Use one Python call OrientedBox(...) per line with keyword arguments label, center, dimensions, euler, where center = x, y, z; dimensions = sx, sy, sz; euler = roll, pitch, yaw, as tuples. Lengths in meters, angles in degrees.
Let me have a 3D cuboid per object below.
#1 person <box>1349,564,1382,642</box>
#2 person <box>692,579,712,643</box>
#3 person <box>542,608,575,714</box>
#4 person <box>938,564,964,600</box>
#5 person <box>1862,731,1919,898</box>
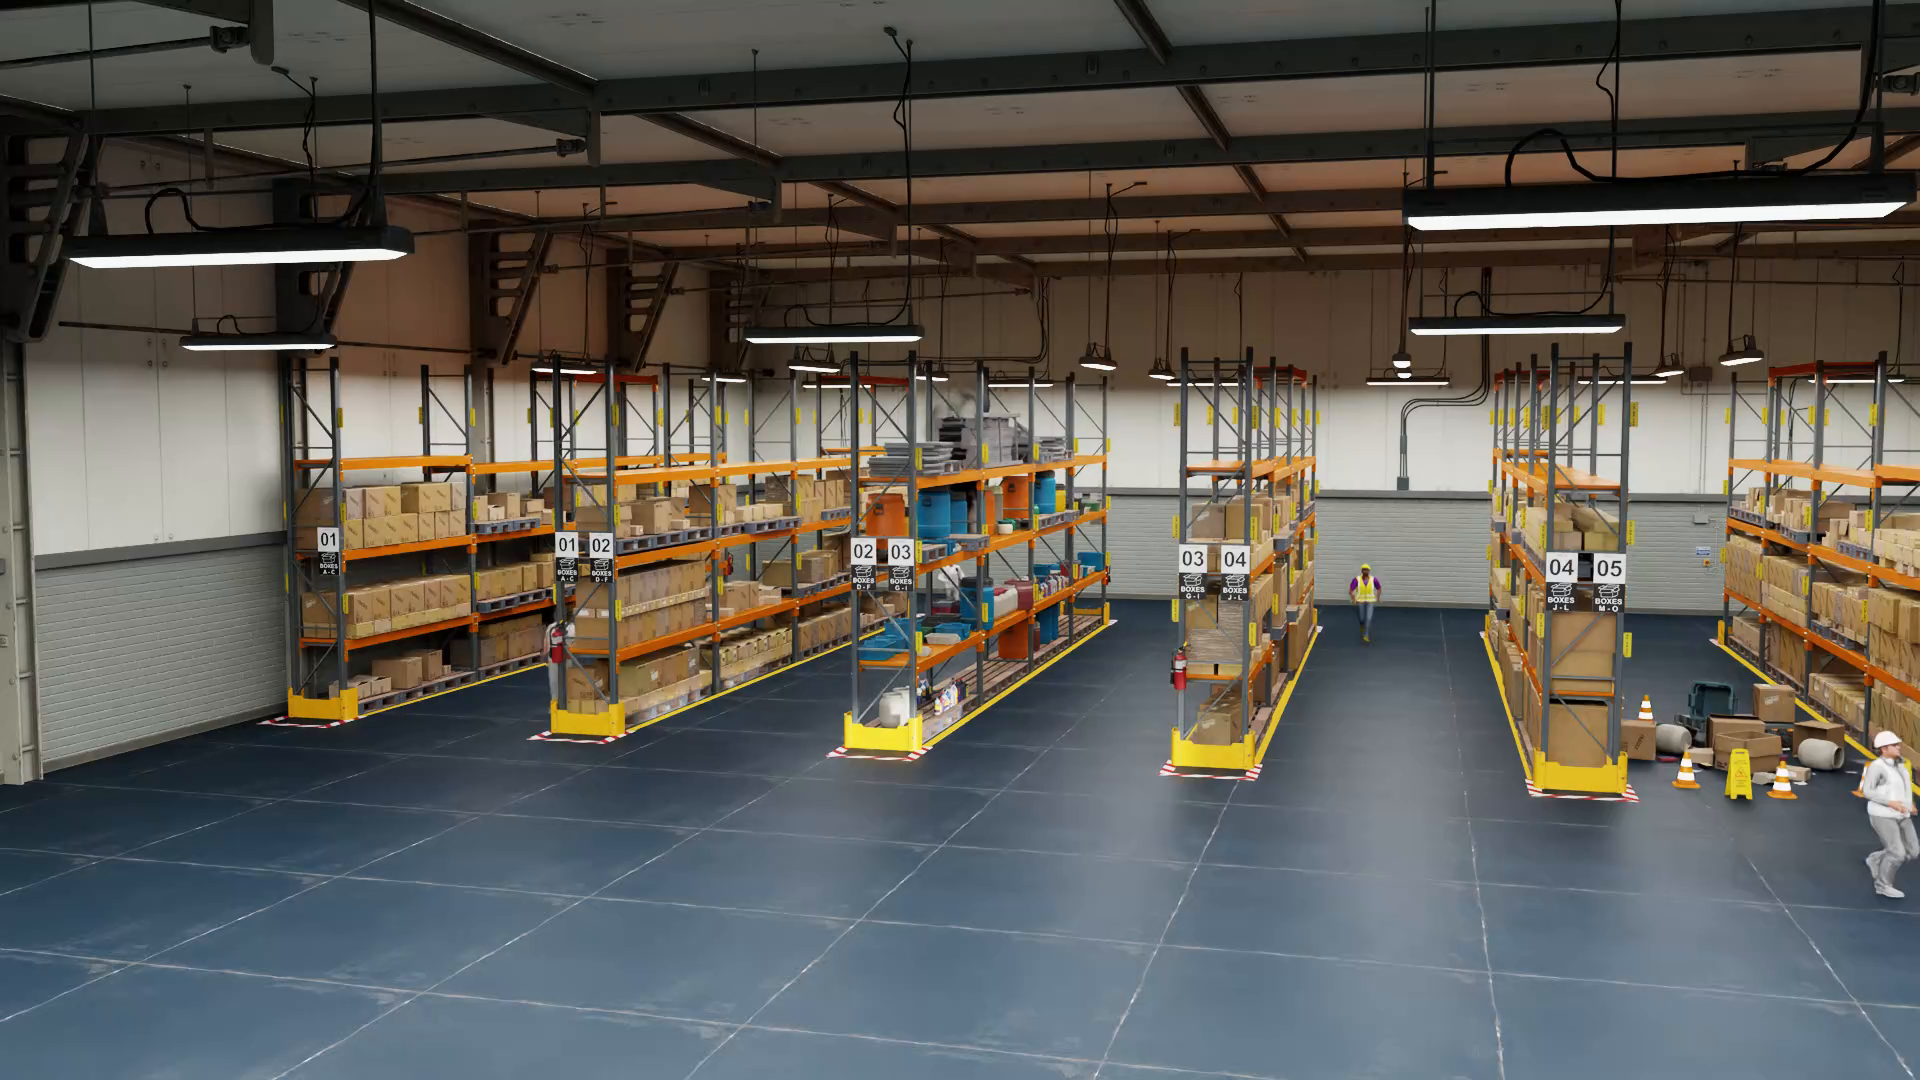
OrientedBox(label="person", center=(9.135, 1.404, 37.472), dimensions=(0.715, 1.740, 0.712), euler=(1, 4, 12))
OrientedBox(label="person", center=(-5.491, 1.592, 35.209), dimensions=(0.579, 1.698, 0.819), euler=(1, 4, 13))
OrientedBox(label="person", center=(-6.808, 2.030, 28.375), dimensions=(0.684, 1.774, 0.858), euler=(1, 4, 8))
OrientedBox(label="person", center=(-0.214, 1.209, 40.311), dimensions=(0.642, 1.767, 0.730), euler=(0, 4, -4))
OrientedBox(label="person", center=(9.731, 2.864, 17.388), dimensions=(0.656, 1.722, 0.604), euler=(-2, 5, -28))
